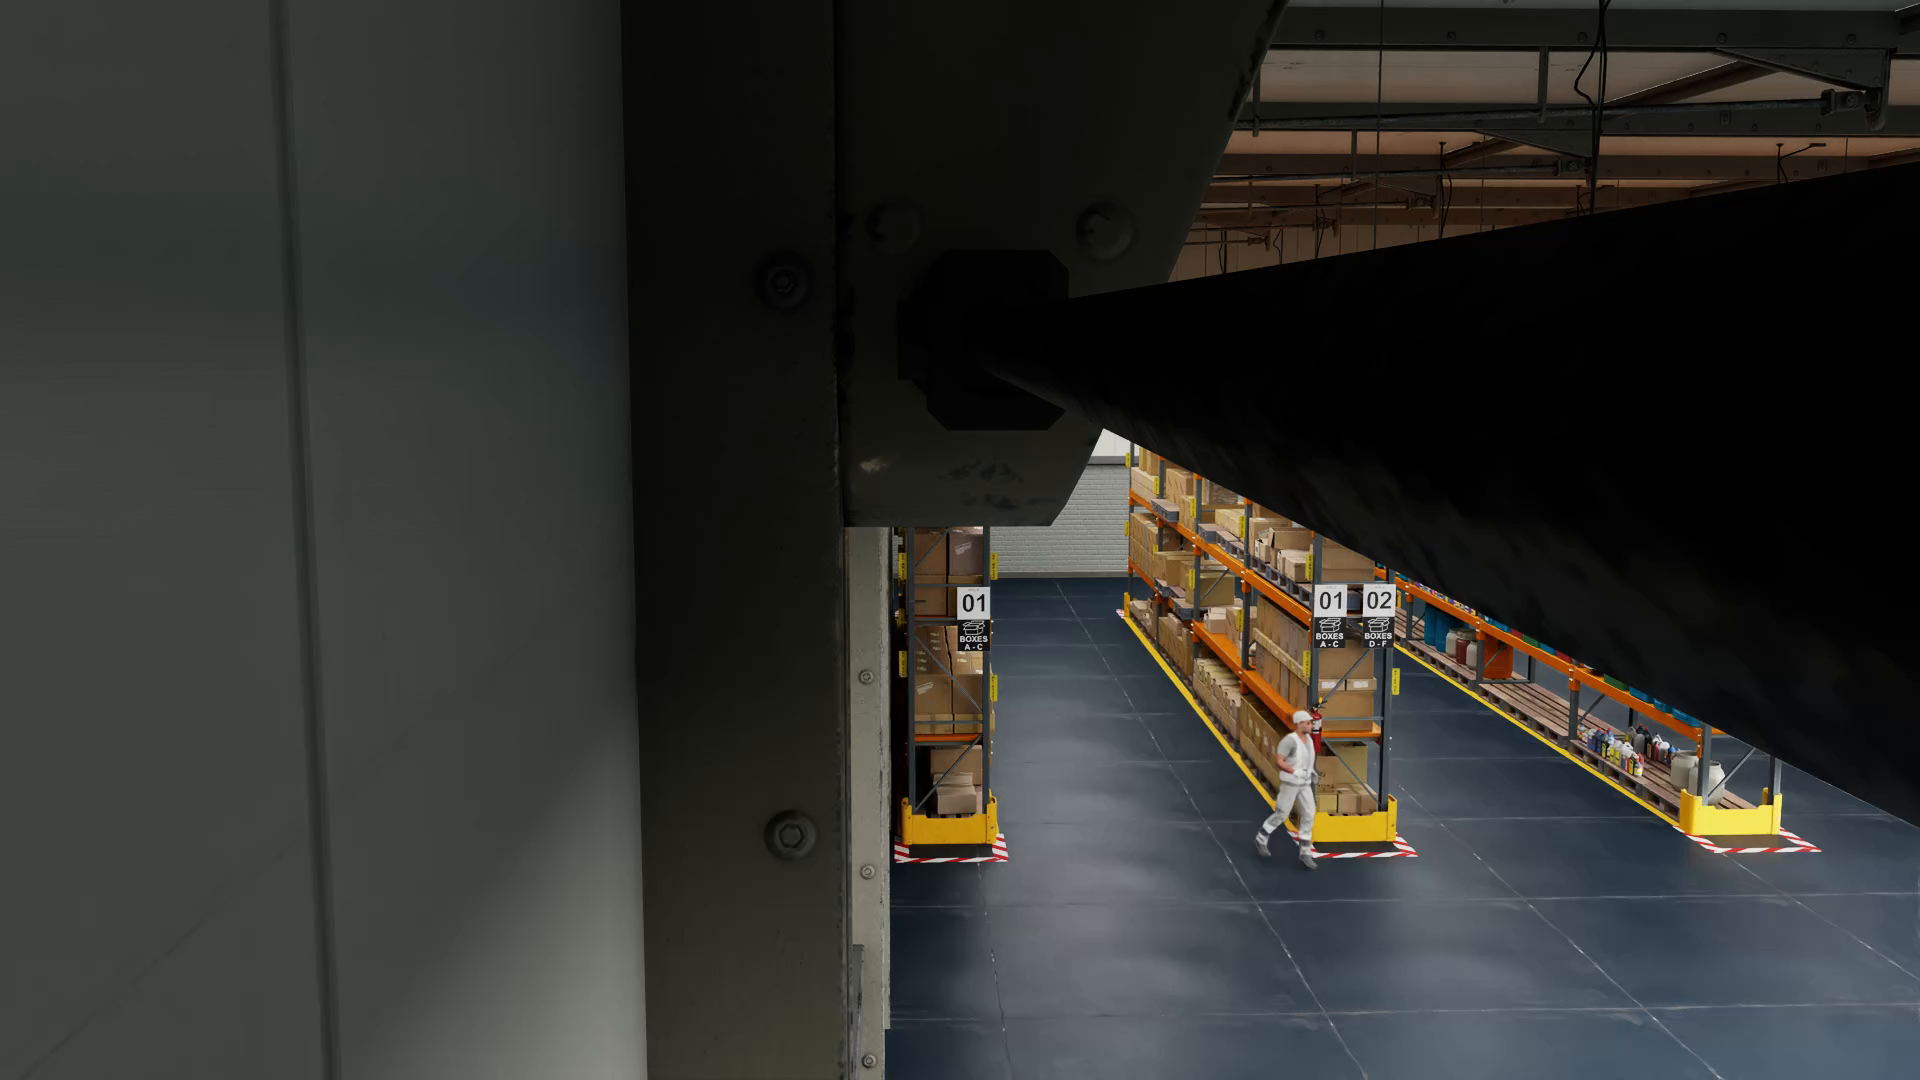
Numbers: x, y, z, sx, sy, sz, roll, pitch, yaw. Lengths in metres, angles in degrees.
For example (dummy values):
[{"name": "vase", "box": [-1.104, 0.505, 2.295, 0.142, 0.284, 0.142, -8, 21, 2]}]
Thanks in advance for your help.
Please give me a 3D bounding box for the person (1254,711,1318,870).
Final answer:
[{"name": "person", "box": [4.019, 2.915, 19.735, 0.725, 1.796, 0.844, -6, 9, -39]}]
